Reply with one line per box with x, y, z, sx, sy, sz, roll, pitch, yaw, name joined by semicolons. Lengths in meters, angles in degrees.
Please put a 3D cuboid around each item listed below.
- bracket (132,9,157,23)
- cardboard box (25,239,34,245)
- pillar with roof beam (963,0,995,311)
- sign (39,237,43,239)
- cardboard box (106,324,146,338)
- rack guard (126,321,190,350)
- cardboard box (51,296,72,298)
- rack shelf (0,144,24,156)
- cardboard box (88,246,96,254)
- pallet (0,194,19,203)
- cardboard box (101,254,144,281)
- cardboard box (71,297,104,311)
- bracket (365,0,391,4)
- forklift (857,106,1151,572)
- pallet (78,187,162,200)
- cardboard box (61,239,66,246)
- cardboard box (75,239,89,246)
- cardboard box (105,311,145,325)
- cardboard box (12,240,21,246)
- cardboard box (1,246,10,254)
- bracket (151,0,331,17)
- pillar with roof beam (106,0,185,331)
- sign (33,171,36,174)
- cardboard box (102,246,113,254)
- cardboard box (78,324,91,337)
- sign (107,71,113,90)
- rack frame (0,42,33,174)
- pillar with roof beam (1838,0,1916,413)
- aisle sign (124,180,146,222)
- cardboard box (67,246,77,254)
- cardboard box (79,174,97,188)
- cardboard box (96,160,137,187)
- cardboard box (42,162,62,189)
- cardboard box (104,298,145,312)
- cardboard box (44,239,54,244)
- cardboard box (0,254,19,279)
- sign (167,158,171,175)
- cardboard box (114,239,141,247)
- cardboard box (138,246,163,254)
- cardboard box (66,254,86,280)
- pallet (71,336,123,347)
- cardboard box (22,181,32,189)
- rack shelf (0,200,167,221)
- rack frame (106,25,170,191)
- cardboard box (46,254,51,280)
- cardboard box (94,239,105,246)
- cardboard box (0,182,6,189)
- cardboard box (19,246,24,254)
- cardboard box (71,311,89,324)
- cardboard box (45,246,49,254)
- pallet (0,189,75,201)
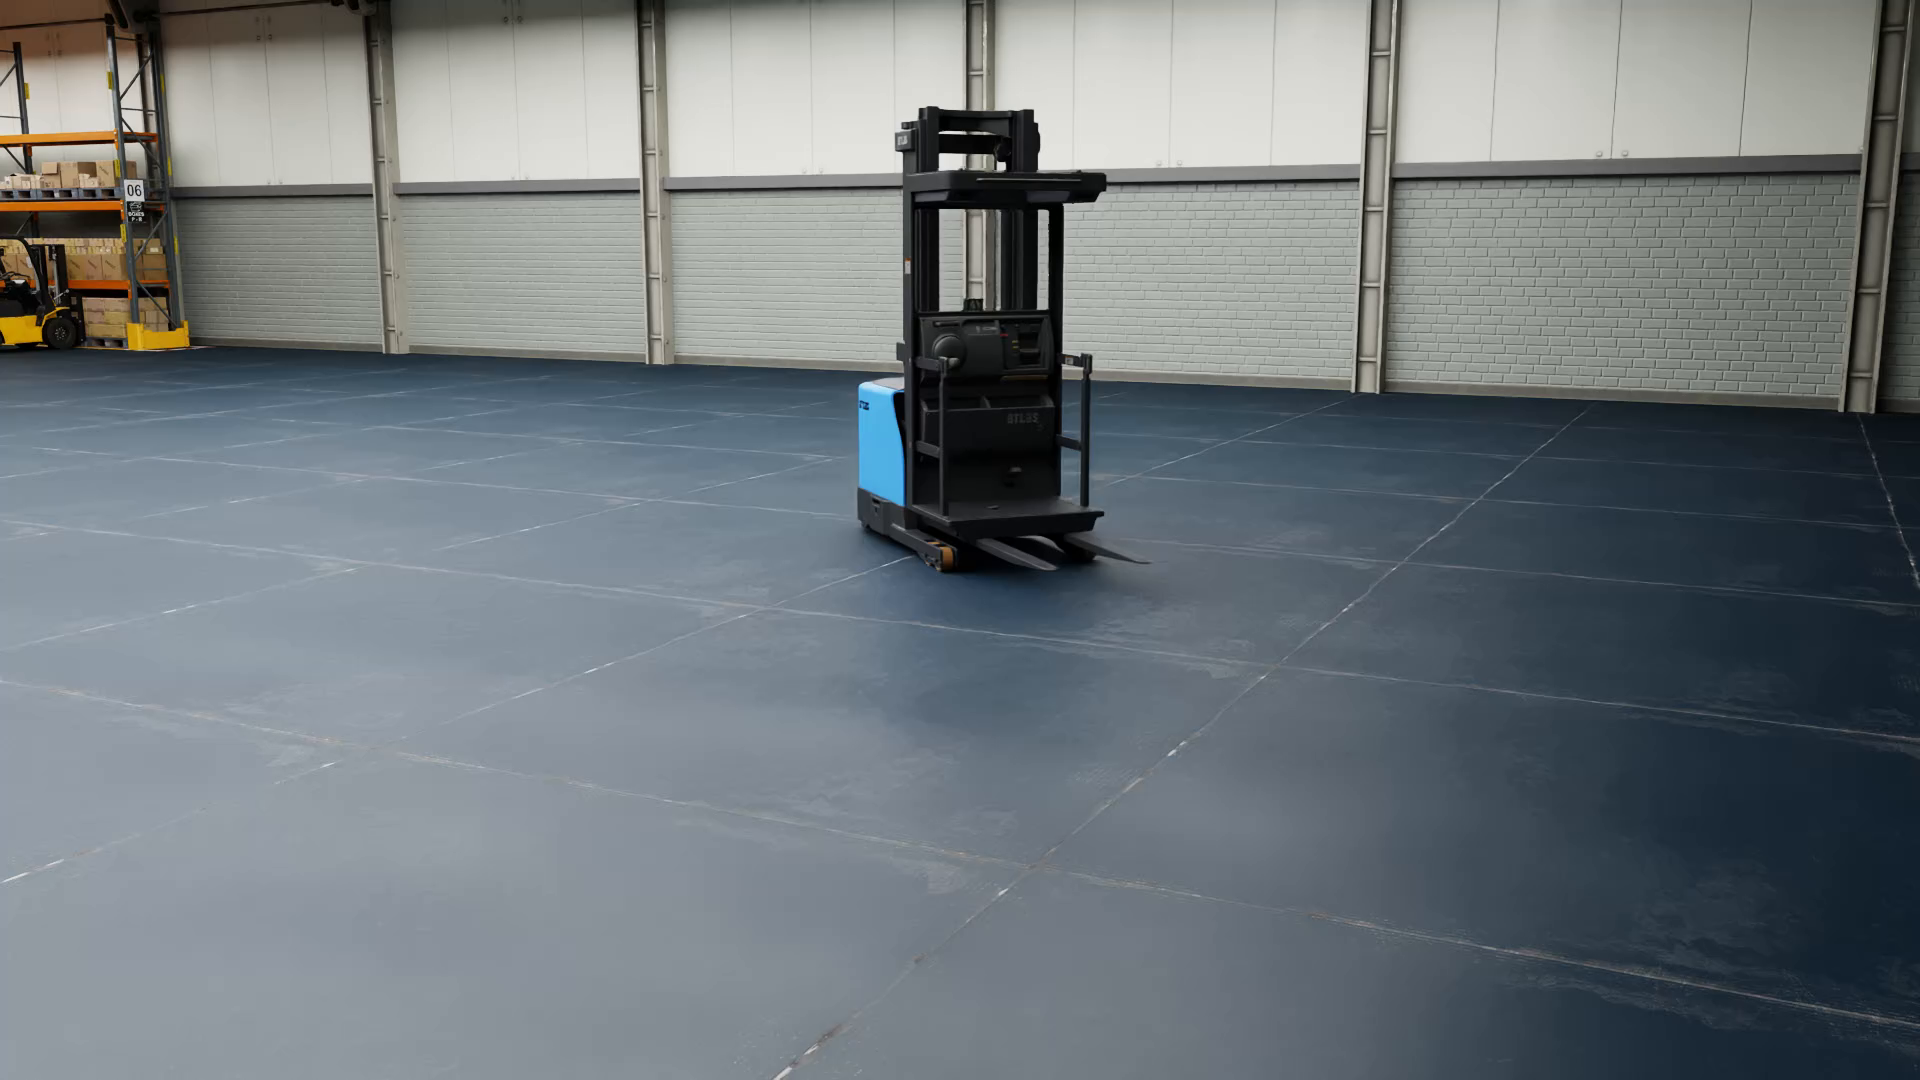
-15.645;-10.058;31.930;0.430;0.232;0.235;5;11;26;bracket
-18.374;-5.921;33.088;0.250;0.149;0.380;5;12;27;cardboard box
-1.623;-6.270;21.109;0.400;9.000;9.100;5;11;26;pillar with roof beam
-18.977;-6.094;34.329;0.005;0.325;0.100;5;11;26;sign
-16.195;-4.066;32.314;0.500;0.250;0.500;5;11;26;cardboard box
-15.613;-3.994;32.393;0.348;0.500;1.175;5;11;26;rack guard
-18.021;-4.719;33.115;0.500;0.250;0.500;5;12;28;cardboard box
-21.015;-8.100;34.358;4.000;0.370;1.077;5;11;26;rack shelf
-16.734;-5.643;32.388;0.250;0.149;0.380;5;11;25;cardboard box
-20.018;-6.990;34.045;1.217;0.209;0.805;5;11;24;pallet
-16.192;-5.272;32.154;0.500;0.500;0.500;5;11;25;cardboard box
-17.103;-4.635;32.652;0.500;0.250;0.500;5;11;27;cardboard box
-10.264;-9.585;29.318;0.430;0.232;0.235;5;11;26;bracket
0.261;-1.321;10.799;1.130;2.935;3.031;-4;11;-21;forklift
-16.257;-6.718;32.252;1.213;0.211;1.003;5;11;26;pallet
-17.427;-5.855;32.720;0.250;0.149;0.380;5;11;27;cardboard box
-17.003;-5.800;32.417;0.250;0.149;0.380;5;12;27;cardboard box
-16.209;-4.314;32.280;0.500;0.250;0.500;5;11;25;cardboard box
-18.784;-5.980;33.410;0.250;0.149;0.380;5;11;27;cardboard box
-19.052;-5.842;33.485;0.250;0.149;0.380;5;11;25;cardboard box
-13.319;-9.854;30.801;4.783;0.066;0.076;5;11;26;bracket
-17.765;-7.689;28.946;0.548;9.000;9.100;5;11;26;pillar with roof beam
-18.977;-7.399;34.092;0.005;0.325;0.100;5;11;26;sign
-16.312;-5.592;32.103;0.250;0.149;0.380;5;12;27;cardboard box
-17.082;-4.147;32.765;0.500;0.250;0.500;5;11;26;cardboard box
-15.887;-8.591;31.083;0.005;0.325;0.100;5;11;26;sign
-19.221;-8.493;33.388;0.127;3.000;1.000;5;11;26;rack frame
9.139;-5.325;15.884;0.400;9.000;9.100;5;11;26;pillar with roof beam
-15.705;-6.453;31.661;0.004;0.787;0.394;5;11;26;aisle sign
-17.230;-5.674;32.555;0.250;0.149;0.380;5;11;26;cardboard box
-16.739;-6.928;32.082;0.258;0.266;0.396;5;11;26;cardboard box
-16.139;-7.003;31.836;0.500;0.500;0.500;5;12;28;cardboard box
-17.521;-7.153;32.658;0.637;0.503;0.797;5;12;28;cardboard box
-16.185;-4.558;32.224;0.500;0.250;0.500;5;12;28;cardboard box
-17.877;-5.894;32.938;0.250;0.149;0.380;5;11;26;cardboard box
-18.939;-5.513;33.490;0.500;0.500;0.500;5;11;24;cardboard box
-15.383;-7.259;32.316;0.005;0.325;0.100;5;11;26;sign
-16.049;-5.735;32.057;0.250;0.149;0.380;5;11;26;cardboard box
-15.824;-5.662;32.491;0.250;0.149;0.380;5;11;24;cardboard box
-17.113;-5.354;32.611;0.500;0.500;0.500;5;11;25;cardboard box
-17.429;-4.003;33.257;1.213;0.211;1.003;5;11;26;pallet
-18.264;-7.005;32.833;0.250;0.149;0.380;5;12;28;cardboard box
-17.428;-6.505;32.848;4.000;0.370;1.077;5;11;26;rack shelf
-15.634;-8.178;31.646;0.127;3.000;1.000;5;11;26;rack frame
-18.010;-5.435;33.058;0.500;0.500;0.500;5;11;25;cardboard box
-16.530;-5.766;32.227;0.250;0.149;0.380;5;12;27;cardboard box
-18.953;-7.065;33.168;0.250;0.149;0.380;5;12;27;cardboard box
-18.573;-5.806;33.284;0.250;0.149;0.380;5;11;26;cardboard box
-17.126;-4.392;32.714;0.500;0.250;0.500;5;11;25;cardboard box
-17.917;-5.737;32.902;0.250;0.149;0.380;5;11;24;cardboard box
-18.445;-6.910;33.314;1.213;0.211;1.003;5;11;26;pallet
